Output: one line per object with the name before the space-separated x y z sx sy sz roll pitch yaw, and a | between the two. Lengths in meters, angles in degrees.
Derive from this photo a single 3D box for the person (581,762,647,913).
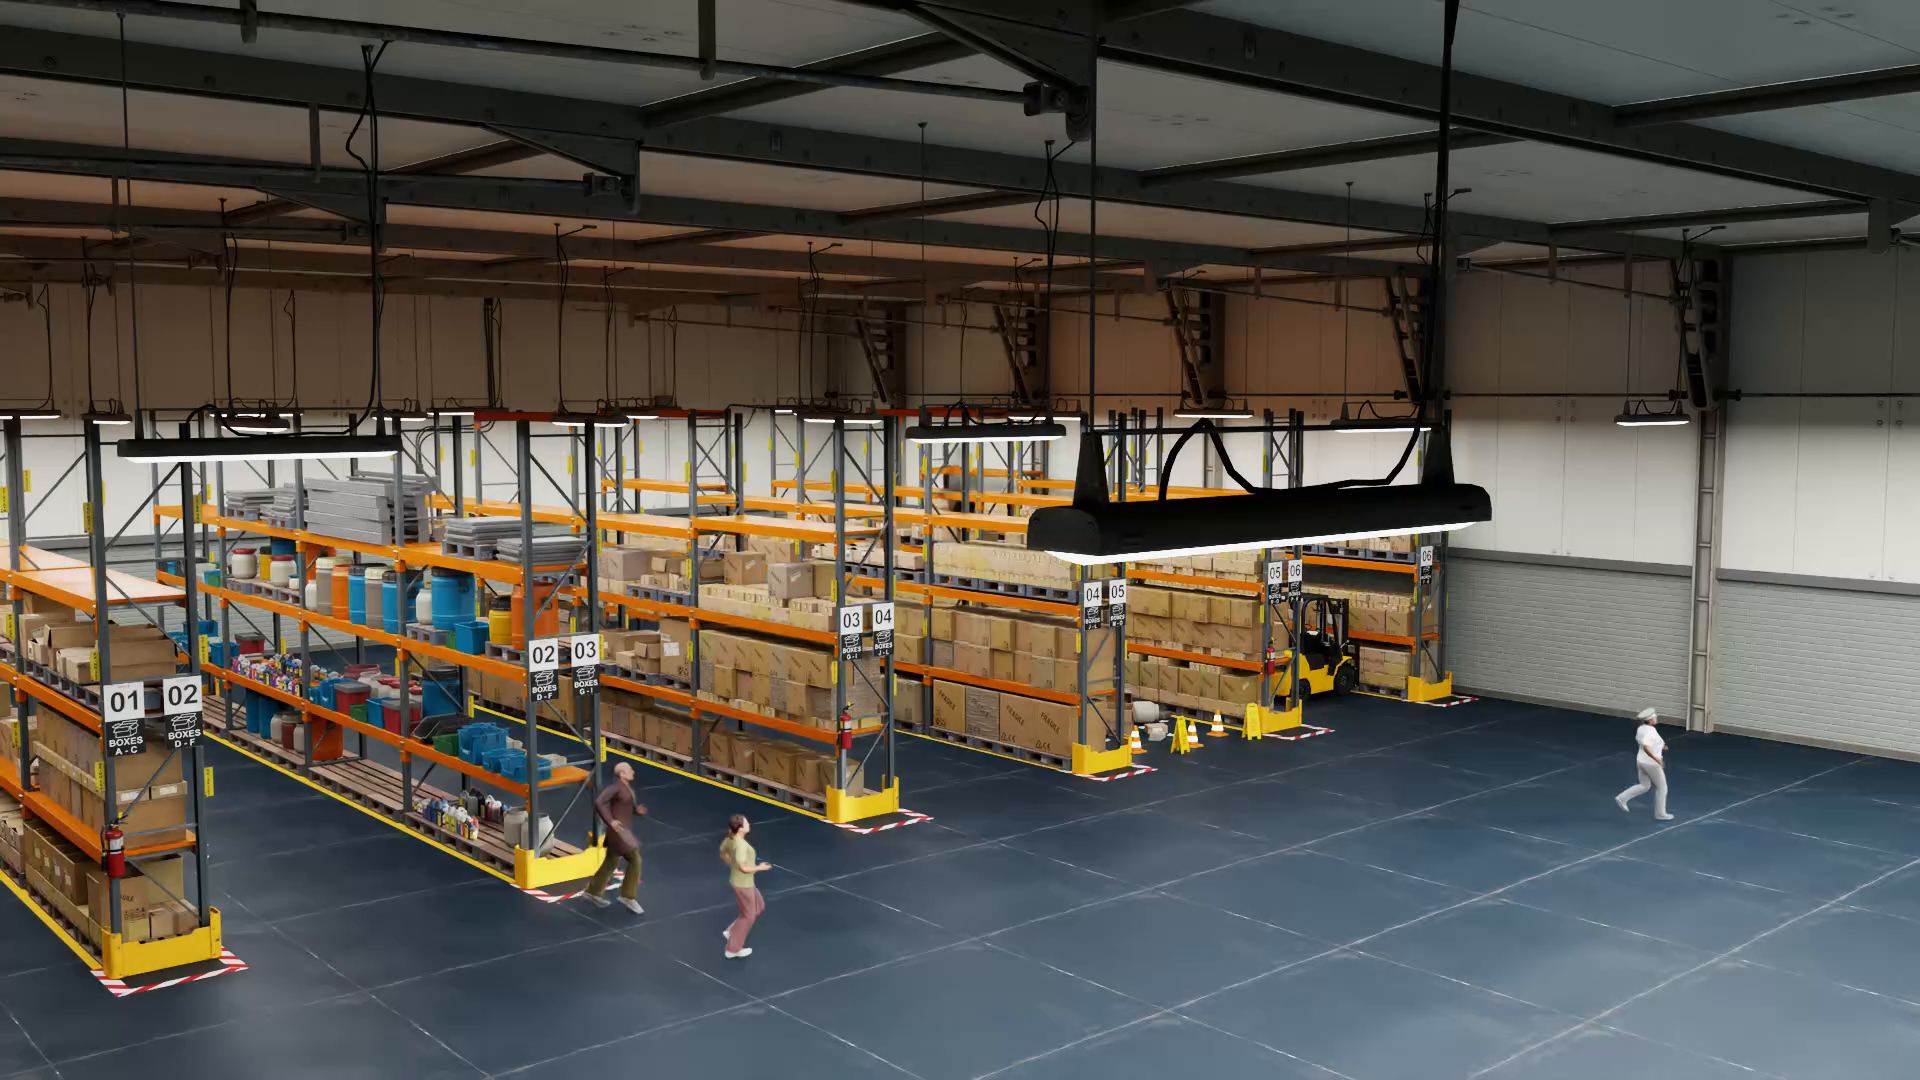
person | -4.265 3.650 20.532 0.808 1.829 0.688 0 5 -5

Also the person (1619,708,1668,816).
person | 10.201 3.291 24.703 0.721 1.608 0.588 0 5 -3

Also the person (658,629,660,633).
person | -6.207 2.441 35.298 0.548 1.596 0.868 -4 6 -38

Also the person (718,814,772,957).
person | -2.398 3.864 18.688 0.525 1.627 0.570 -2 5 -20
